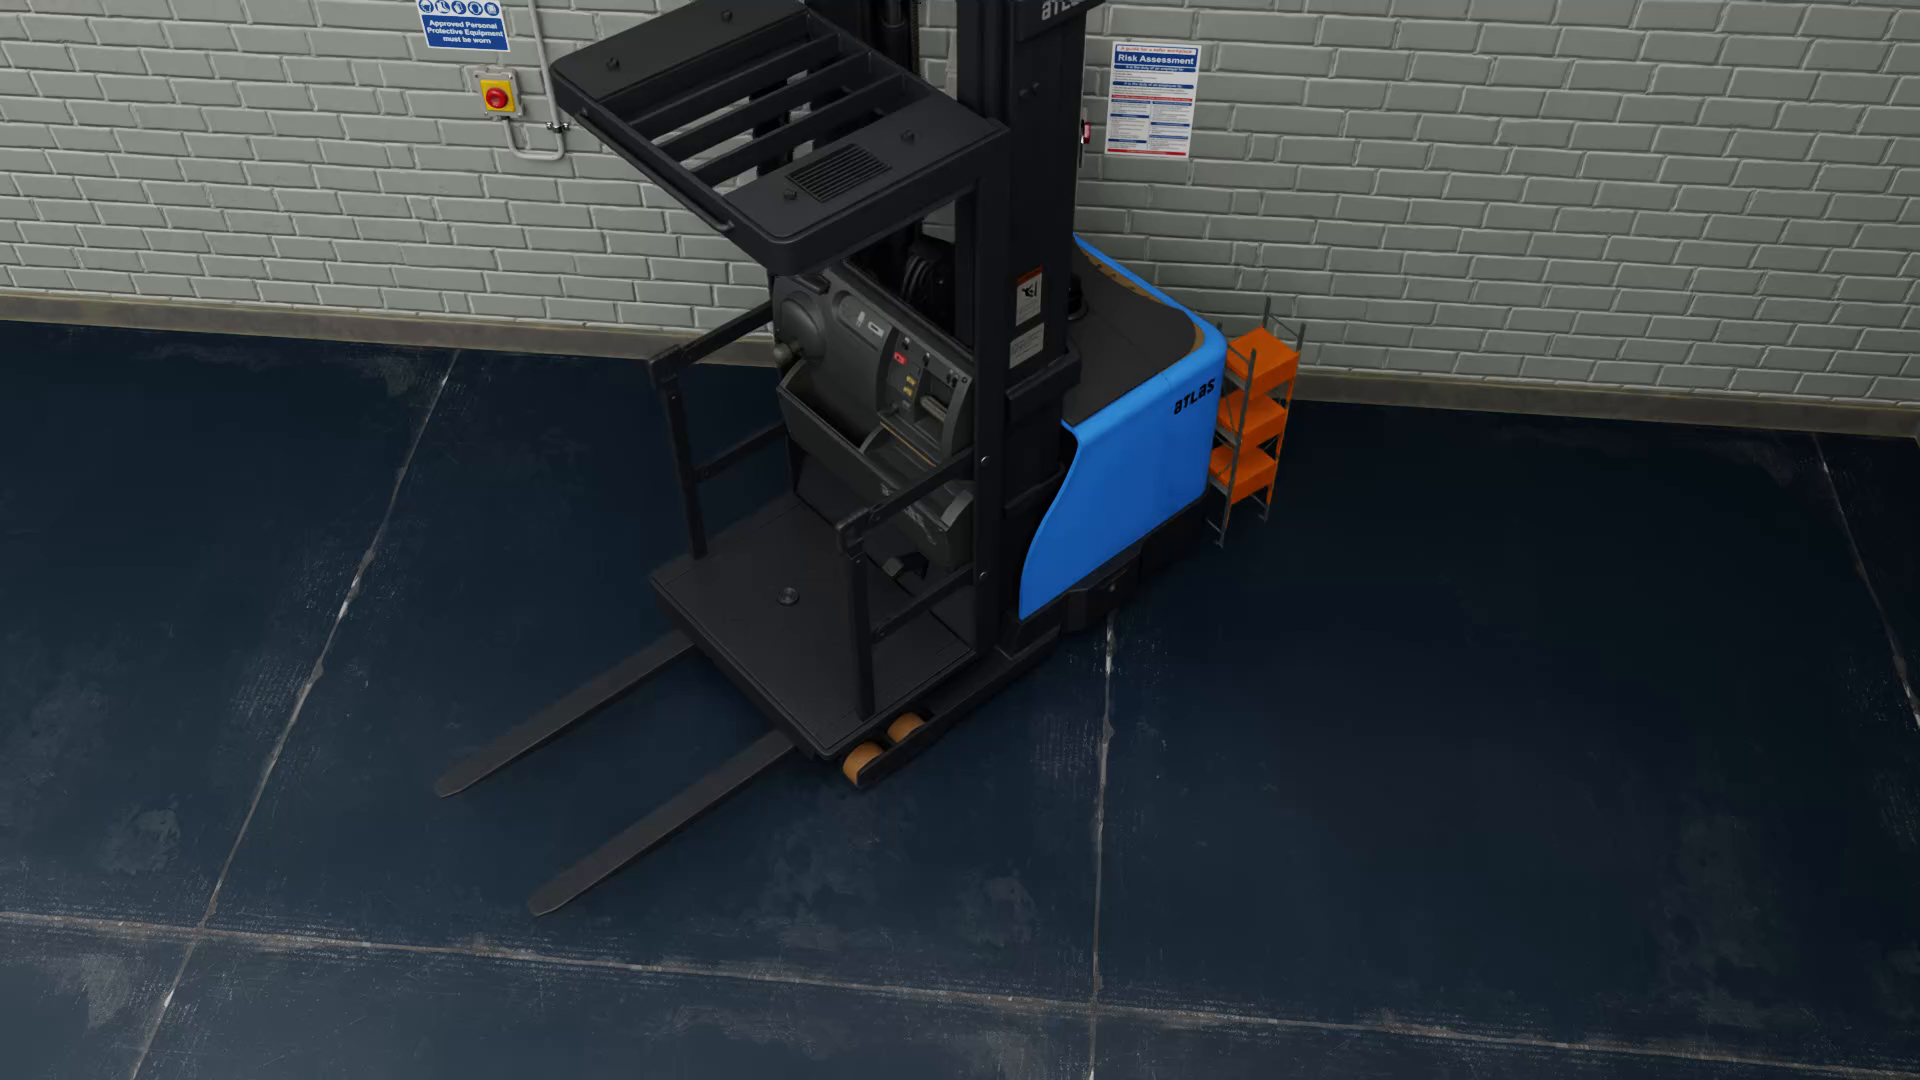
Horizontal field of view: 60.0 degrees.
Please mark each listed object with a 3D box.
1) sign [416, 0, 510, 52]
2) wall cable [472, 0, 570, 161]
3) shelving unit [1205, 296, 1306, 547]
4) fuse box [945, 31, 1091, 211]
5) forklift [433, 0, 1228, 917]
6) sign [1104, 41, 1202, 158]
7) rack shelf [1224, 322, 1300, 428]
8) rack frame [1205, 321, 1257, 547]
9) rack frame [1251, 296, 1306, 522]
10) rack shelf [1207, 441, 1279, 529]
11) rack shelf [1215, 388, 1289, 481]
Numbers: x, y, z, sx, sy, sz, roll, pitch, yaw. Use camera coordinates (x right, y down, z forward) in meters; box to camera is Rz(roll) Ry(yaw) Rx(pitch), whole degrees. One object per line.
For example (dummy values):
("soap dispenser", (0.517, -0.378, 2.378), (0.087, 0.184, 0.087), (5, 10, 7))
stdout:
("sign", (-1.902, -1.973, 6.365), (0.327, 0.218, 0.001), (4, 48, 4))
("wall cable", (-1.860, -2.187, 6.034), (0.585, 1.953, 0.123), (4, 48, 4))
("shelving unit", (1.104, -0.438, 6.465), (0.252, 1.050, 0.215), (-28, 53, -23))
("fuse box", (0.219, -1.150, 6.668), (0.539, 1.711, 0.414), (4, 48, 4))
("forklift", (-0.453, -0.546, 5.289), (3.031, 2.935, 1.130), (-33, 56, -27))
("sign", (0.730, -1.672, 6.337), (0.329, 0.494, 0.001), (4, 48, 4))
("rack shelf", (1.104, -0.622, 6.264), (0.240, 0.259, 0.215), (-28, 53, -23))
("rack frame", (1.005, -0.385, 6.417), (0.008, 1.050, 0.200), (-28, 53, -23))
("rack frame", (1.203, -0.491, 6.513), (0.008, 1.050, 0.200), (-28, 53, -23))
("rack shelf", (1.104, -0.243, 6.678), (0.240, 0.259, 0.215), (-28, 53, -23))
("rack shelf", (1.104, -0.431, 6.473), (0.240, 0.259, 0.215), (-28, 53, -23))
